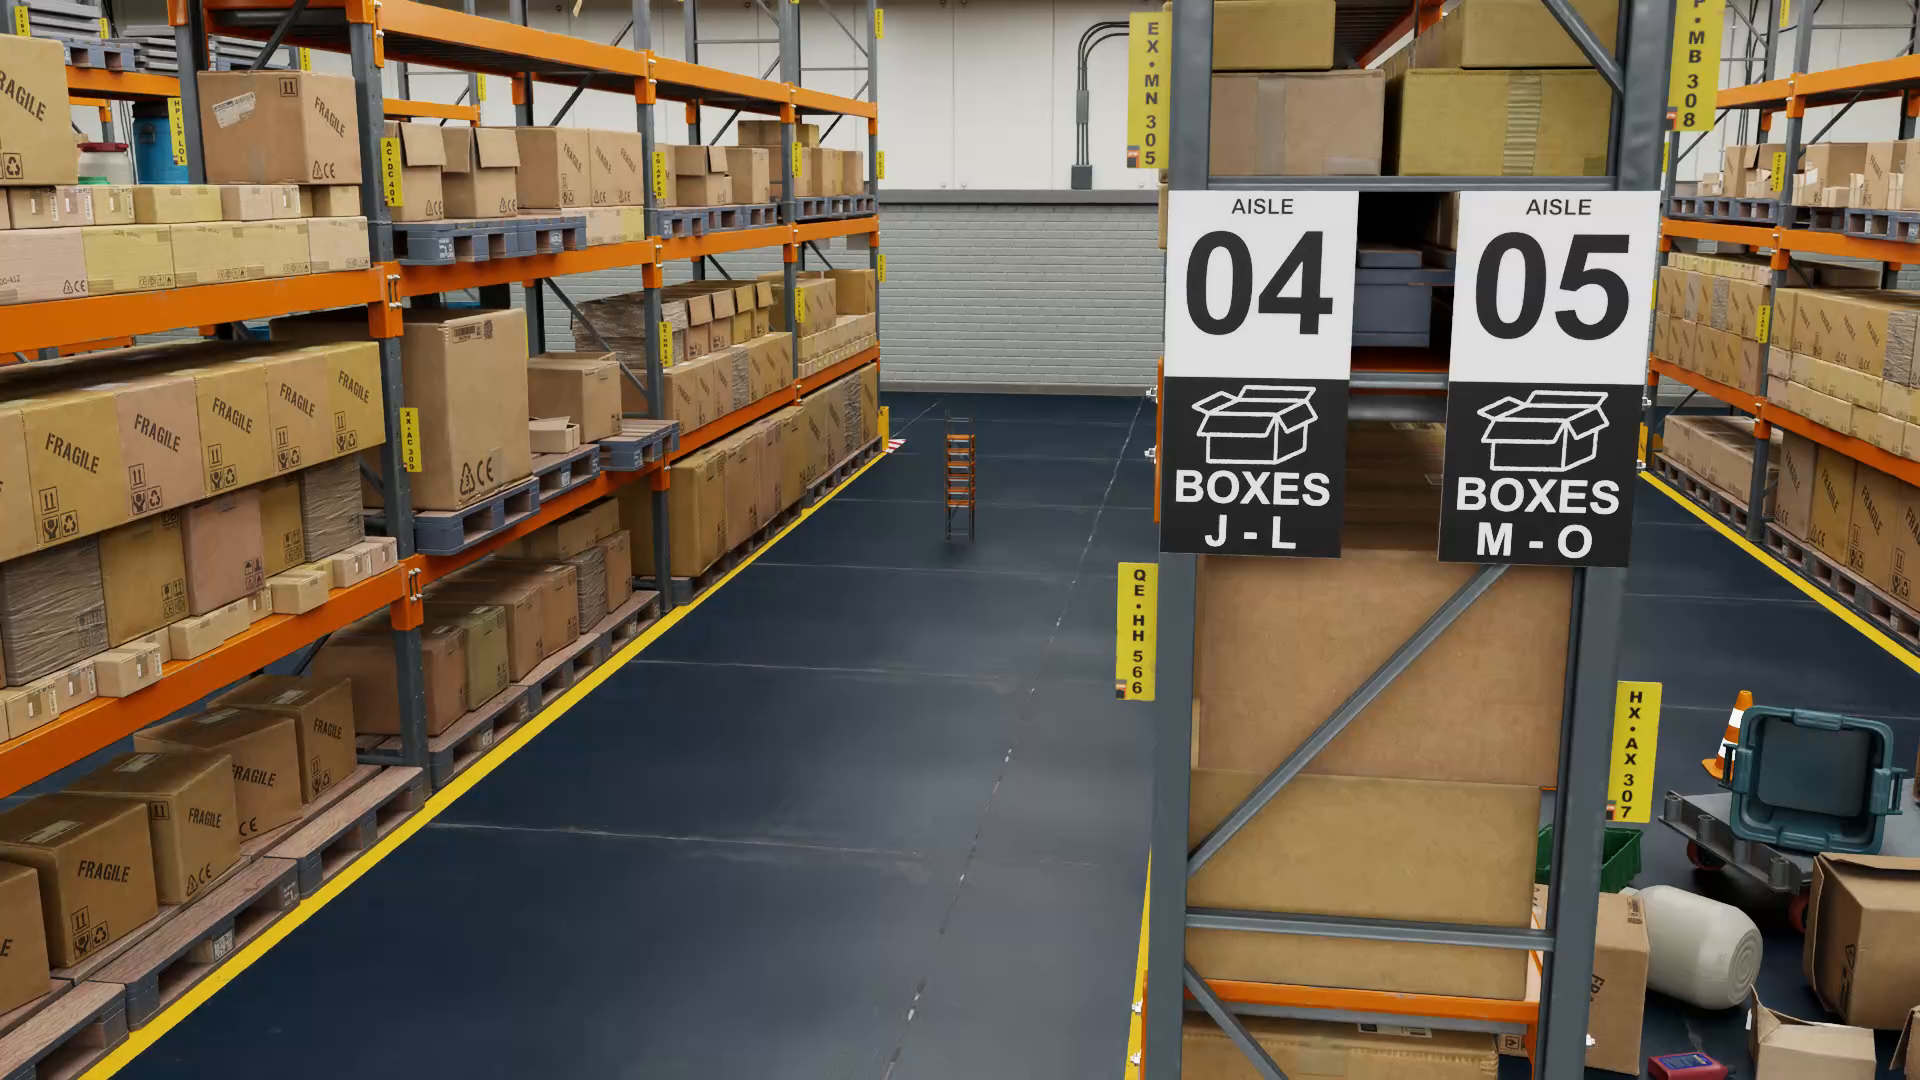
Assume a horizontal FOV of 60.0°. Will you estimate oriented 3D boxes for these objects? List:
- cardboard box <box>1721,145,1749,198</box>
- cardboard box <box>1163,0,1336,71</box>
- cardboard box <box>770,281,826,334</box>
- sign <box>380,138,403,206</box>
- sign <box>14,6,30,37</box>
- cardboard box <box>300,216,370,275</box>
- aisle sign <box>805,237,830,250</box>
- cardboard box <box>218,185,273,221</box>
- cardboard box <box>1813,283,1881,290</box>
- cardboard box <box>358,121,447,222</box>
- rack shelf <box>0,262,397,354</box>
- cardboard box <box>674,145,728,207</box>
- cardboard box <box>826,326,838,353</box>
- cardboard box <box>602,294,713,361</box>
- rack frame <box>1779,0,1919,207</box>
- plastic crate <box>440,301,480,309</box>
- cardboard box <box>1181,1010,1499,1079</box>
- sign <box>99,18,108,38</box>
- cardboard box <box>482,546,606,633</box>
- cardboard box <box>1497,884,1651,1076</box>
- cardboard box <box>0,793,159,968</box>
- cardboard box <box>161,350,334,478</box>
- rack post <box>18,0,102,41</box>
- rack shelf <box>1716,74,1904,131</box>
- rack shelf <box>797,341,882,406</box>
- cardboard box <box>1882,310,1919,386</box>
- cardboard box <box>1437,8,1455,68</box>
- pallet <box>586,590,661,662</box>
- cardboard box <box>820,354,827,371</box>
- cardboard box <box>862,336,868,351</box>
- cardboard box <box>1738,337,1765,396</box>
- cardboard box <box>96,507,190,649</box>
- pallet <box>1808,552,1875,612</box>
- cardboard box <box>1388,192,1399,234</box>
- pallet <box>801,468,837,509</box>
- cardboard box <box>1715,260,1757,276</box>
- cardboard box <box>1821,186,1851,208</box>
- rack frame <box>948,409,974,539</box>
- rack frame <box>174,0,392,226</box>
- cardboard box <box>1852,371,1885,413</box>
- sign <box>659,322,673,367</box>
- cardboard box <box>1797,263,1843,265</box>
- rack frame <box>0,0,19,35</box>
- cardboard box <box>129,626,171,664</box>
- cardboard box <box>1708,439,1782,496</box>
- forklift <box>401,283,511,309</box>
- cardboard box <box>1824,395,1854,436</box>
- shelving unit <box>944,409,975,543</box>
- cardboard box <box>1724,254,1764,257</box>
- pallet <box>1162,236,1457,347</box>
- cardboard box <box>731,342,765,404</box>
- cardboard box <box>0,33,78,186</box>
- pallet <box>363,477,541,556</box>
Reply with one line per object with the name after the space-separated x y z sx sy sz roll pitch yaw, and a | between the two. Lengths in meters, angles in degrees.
7.855 -3.631 16.387 0.500 0.500 0.500 2 12 10 | cardboard box
0.662 -1.154 3.833 0.380 0.149 0.250 2 12 9 | cardboard box
-1.684 -2.397 17.123 0.500 0.500 0.500 2 12 9 | cardboard box
-2.787 -1.803 8.147 0.100 0.325 0.005 2 12 9 | sign
-7.058 -3.851 12.526 0.100 0.325 0.005 2 12 9 | sign
-3.136 -1.389 7.812 0.500 0.250 0.500 2 12 11 | cardboard box
-1.764 -3.893 20.024 0.394 0.787 0.004 2 12 9 | aisle sign
-3.190 -1.444 7.122 0.380 0.149 0.250 1 12 7 | cardboard box
8.011 -2.073 15.137 0.500 0.500 0.500 2 12 9 | cardboard box
-3.154 -1.916 8.660 0.797 0.503 0.637 1 12 6 | cardboard box
-3.632 -0.798 6.420 1.077 0.370 4.000 2 12 9 | rack shelf
-2.416 -3.080 14.061 0.797 0.503 0.637 2 12 8 | cardboard box
-1.607 -2.138 17.699 0.500 0.250 0.500 2 12 10 | cardboard box
-2.478 -1.759 13.672 0.797 0.503 0.637 2 12 10 | cardboard box
7.698 -4.376 14.197 1.000 3.000 0.127 2 12 9 | rack frame
-6.240 -2.729 20.566 0.616 0.435 0.499 2 12 9 | plastic crate
0.985 1.605 4.729 0.875 0.875 0.875 2 12 9 | cardboard box
-10.721 -6.364 20.826 0.100 0.325 0.005 2 12 9 | sign
-2.865 0.331 11.485 0.700 0.500 0.500 1 12 4 | cardboard box
2.336 1.659 6.358 0.500 0.500 0.500 4 13 18 | cardboard box
-3.654 1.365 6.732 0.500 0.500 0.500 3 13 14 | cardboard box
-3.197 -0.576 7.485 0.500 0.500 0.500 2 12 9 | cardboard box
-7.532 -4.141 13.282 0.954 0.300 0.937 2 12 9 | rack post
8.006 -4.246 16.247 1.077 0.370 4.000 2 12 9 | rack shelf
-1.786 -1.830 18.327 1.077 0.370 4.000 2 12 9 | rack shelf
6.975 -1.372 11.885 0.500 0.500 0.500 2 12 10 | cardboard box
1.351 -1.184 3.973 0.380 0.149 0.250 2 12 9 | cardboard box
-2.831 0.594 11.995 1.003 0.211 1.213 2 12 9 | pallet
-1.601 -1.857 17.344 0.380 0.149 0.250 2 12 7 | cardboard box
-1.286 -2.283 19.321 0.380 0.149 0.250 2 12 9 | cardboard box
7.517 -1.597 15.305 0.500 0.500 0.500 2 12 9 | cardboard box
-3.661 0.111 6.672 0.875 0.500 0.500 2 12 9 | cardboard box
7.469 0.337 13.185 1.003 0.211 1.213 2 12 9 | pallet
1.510 -1.007 5.042 0.380 0.149 0.250 2 12 8 | cardboard box
-1.900 -0.557 17.336 1.003 0.211 1.213 2 12 9 | pallet
7.713 -2.689 16.456 0.380 0.149 0.250 2 12 9 | cardboard box
7.158 -2.749 13.324 0.380 0.166 0.250 1 12 5 | cardboard box
0.012 -0.603 15.198 0.240 1.200 0.006 2 12 9 | rack frame
-3.324 -3.032 7.960 1.000 3.000 0.127 2 12 9 | rack frame
7.040 -1.105 12.428 0.500 0.250 0.500 2 12 7 | cardboard box
-2.171 -1.444 12.270 0.100 0.325 0.005 2 12 9 | sign
8.193 -2.568 15.897 0.380 0.149 0.250 2 12 7 | cardboard box
-7.603 -4.025 12.568 1.000 3.000 0.127 2 12 9 | rack frame
-3.426 0.439 6.690 0.380 0.149 0.250 2 12 9 | cardboard box
8.038 -0.710 16.510 0.875 0.438 0.875 2 12 7 | cardboard box
-4.787 -1.494 15.226 1.130 2.935 3.031 2 12 11 | forklift
7.111 -0.970 12.986 0.500 0.250 0.500 2 12 8 | cardboard box
-0.002 -0.584 15.110 0.258 1.200 0.189 2 12 9 | shelving unit
8.441 -2.996 17.883 0.380 0.149 0.250 2 12 10 | cardboard box
1.050 -0.663 4.296 1.003 0.211 1.213 2 12 9 | pallet
-2.052 -1.496 14.833 0.500 0.500 0.500 2 12 8 | cardboard box
-3.444 -1.472 5.711 0.500 0.500 0.500 2 12 8 | cardboard box
-3.063 -0.160 9.328 1.003 0.211 1.213 2 12 9 | pallet
